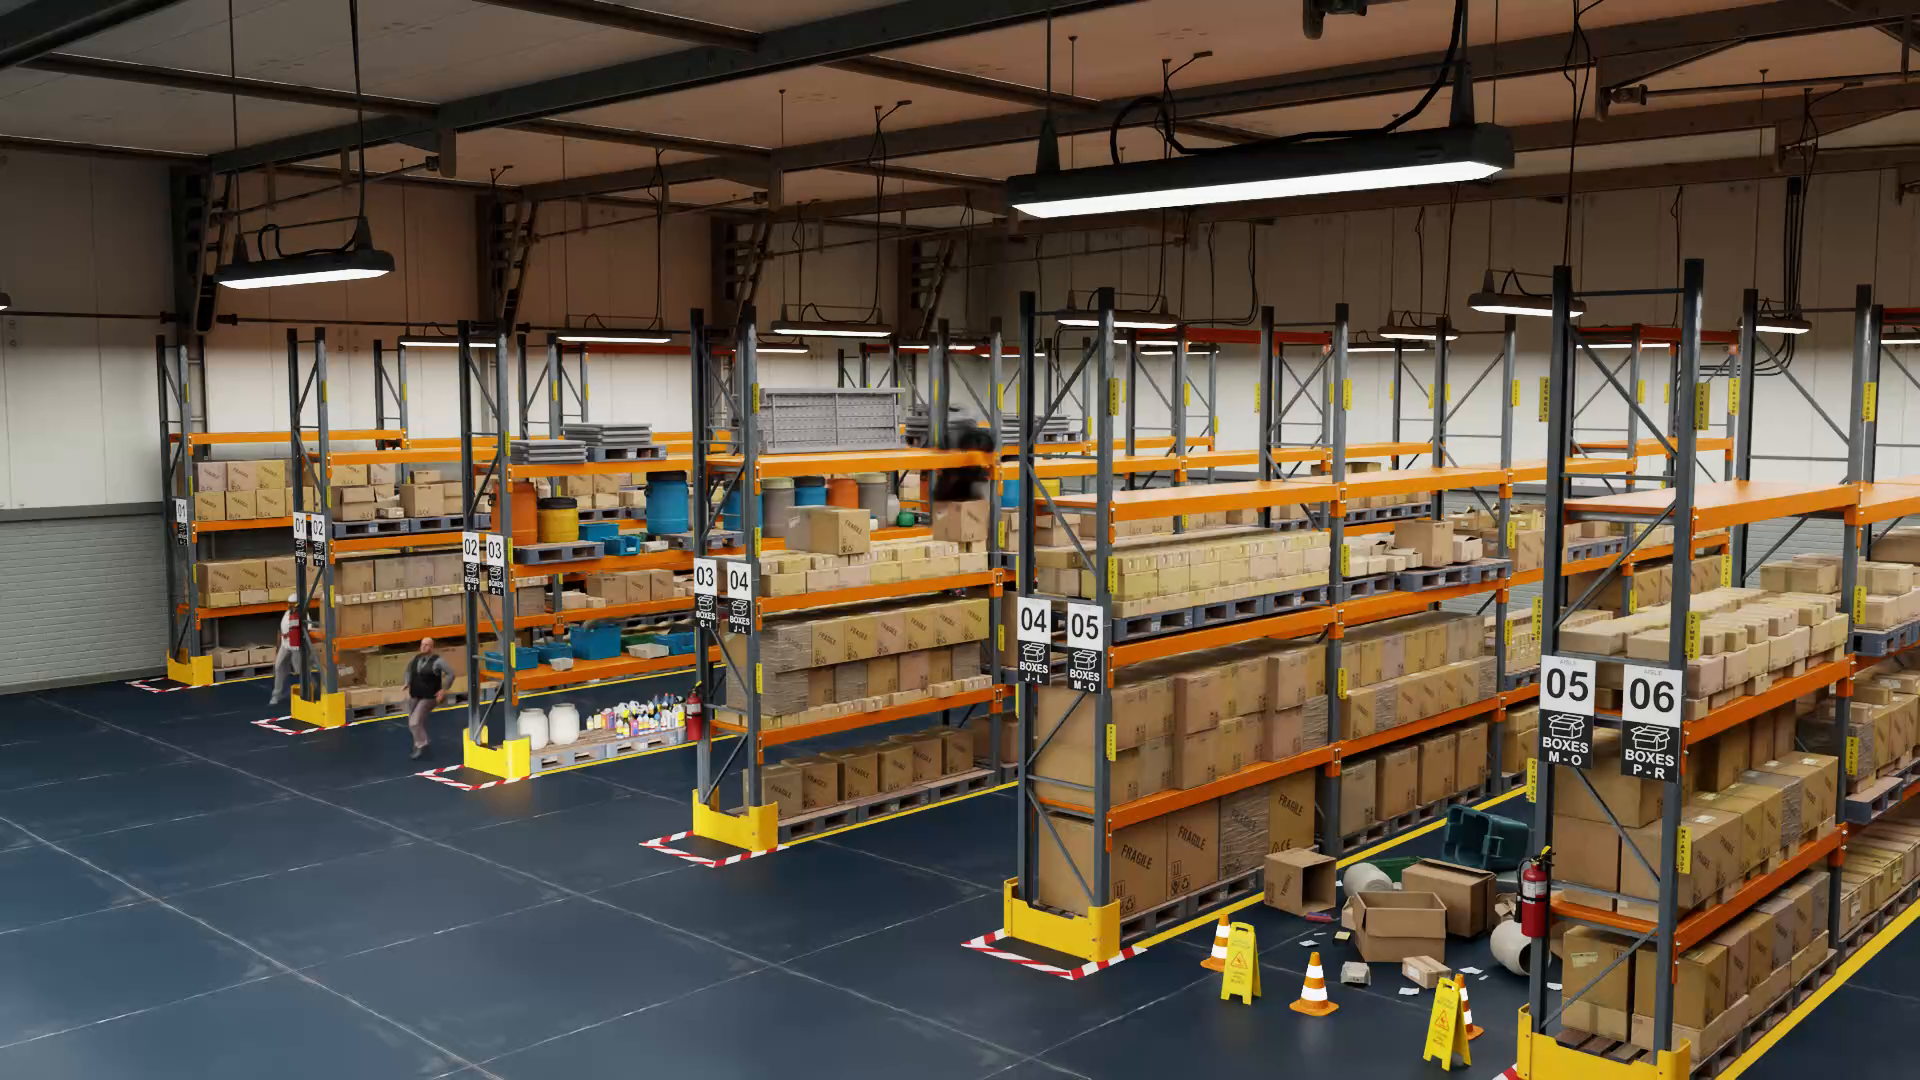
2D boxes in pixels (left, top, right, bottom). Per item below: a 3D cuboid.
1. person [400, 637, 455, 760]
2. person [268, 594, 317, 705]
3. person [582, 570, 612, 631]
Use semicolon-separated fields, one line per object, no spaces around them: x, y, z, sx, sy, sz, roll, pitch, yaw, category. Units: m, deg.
-7.375;2.184;22.906;0.715;1.697;0.641;2;6;24;person
-10.804;1.761;27.060;0.716;1.804;0.893;3;6;25;person
-6.706;1.401;31.100;0.639;1.716;0.775;5;7;43;person
